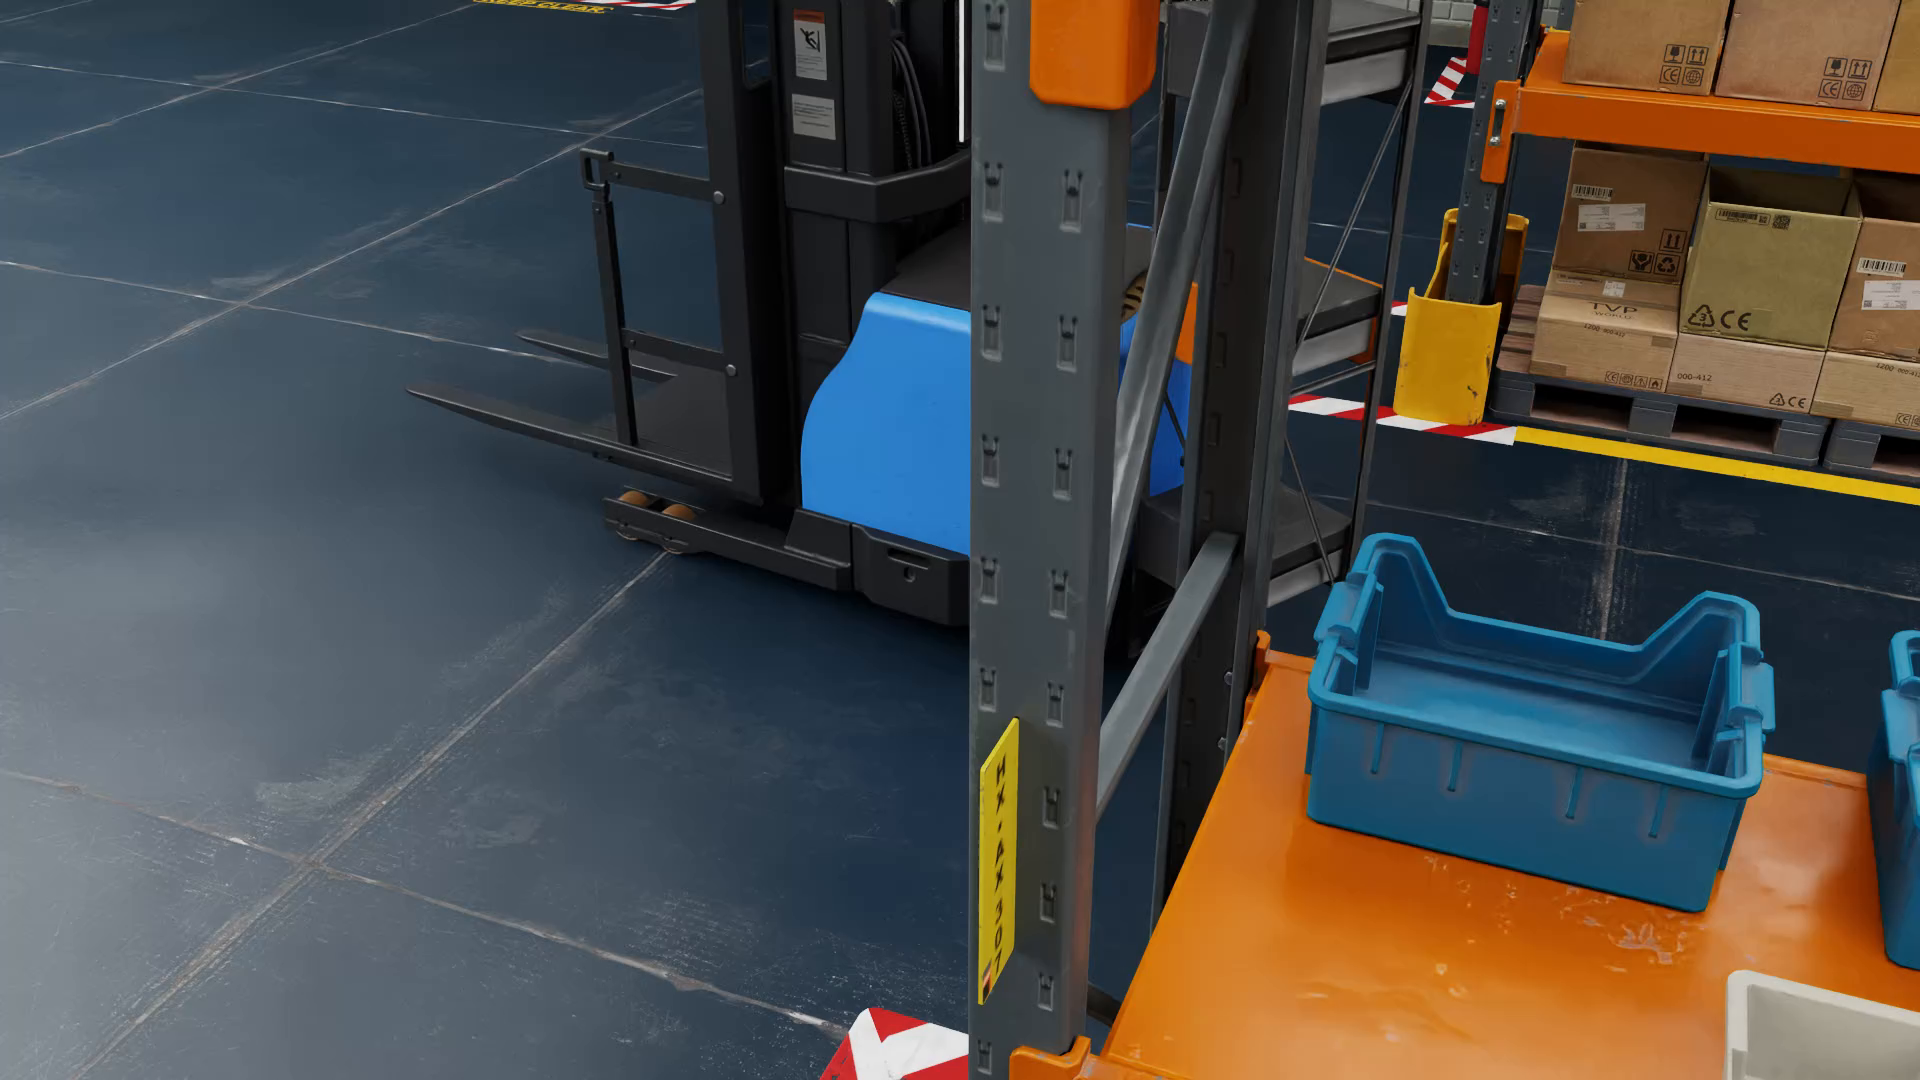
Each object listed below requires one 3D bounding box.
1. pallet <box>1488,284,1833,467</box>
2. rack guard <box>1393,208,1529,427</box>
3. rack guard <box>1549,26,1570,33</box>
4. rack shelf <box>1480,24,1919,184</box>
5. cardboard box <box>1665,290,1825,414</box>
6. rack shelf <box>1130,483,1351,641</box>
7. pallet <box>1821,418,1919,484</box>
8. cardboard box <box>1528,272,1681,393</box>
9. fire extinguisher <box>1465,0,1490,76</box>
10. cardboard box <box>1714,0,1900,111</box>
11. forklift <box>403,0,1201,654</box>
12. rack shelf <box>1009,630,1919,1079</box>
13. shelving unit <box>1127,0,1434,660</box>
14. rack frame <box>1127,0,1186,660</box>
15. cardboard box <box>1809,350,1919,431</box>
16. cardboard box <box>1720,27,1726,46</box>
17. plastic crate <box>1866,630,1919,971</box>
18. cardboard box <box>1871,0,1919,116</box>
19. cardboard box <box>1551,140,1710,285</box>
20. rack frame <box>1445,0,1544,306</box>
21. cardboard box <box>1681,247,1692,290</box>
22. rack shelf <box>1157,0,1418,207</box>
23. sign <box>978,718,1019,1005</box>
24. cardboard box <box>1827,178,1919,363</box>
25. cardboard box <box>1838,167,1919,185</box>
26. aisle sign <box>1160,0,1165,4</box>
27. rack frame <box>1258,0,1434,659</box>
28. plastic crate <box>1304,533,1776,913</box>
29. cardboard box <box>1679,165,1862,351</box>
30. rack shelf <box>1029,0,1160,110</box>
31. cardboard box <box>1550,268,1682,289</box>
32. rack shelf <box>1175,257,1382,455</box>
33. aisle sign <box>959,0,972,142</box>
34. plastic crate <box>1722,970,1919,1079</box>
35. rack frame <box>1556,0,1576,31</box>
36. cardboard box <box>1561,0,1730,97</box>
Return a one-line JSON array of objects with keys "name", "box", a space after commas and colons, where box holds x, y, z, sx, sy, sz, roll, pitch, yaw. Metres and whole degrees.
[{"name": "pallet", "box": [2.842, -0.700, 6.774, 1.213, 0.211, 1.003, 11, 31, 19]}, {"name": "rack guard", "box": [2.096, -0.952, 6.927, 0.348, 0.500, 1.175, 11, 31, 19]}, {"name": "rack guard", "box": [4.047, -3.193, 10.891, 0.348, 0.500, 1.175, 11, 31, 19]}, {"name": "rack shelf", "box": [3.971, -1.353, 5.826, 4.000, 0.370, 1.077, 11, 31, 19]}, {"name": "cardboard box", "box": [2.996, -0.730, 6.362, 0.500, 0.250, 0.500, 11, 31, 19]}, {"name": "rack shelf", "box": [0.825, 0.110, 4.871, 0.431, 0.518, 0.480, -20, 35, -32]}, {"name": "pallet", "box": [3.969, -0.473, 6.373, 1.213, 0.211, 1.003, 11, 31, 19]}, {"name": "cardboard box", "box": [2.531, -0.821, 6.522, 0.500, 0.250, 0.500, 11, 31, 19]}, {"name": "fire extinguisher", "box": [2.183, -2.236, 6.736, 0.183, 0.674, 0.296, 11, 31, 19]}, {"name": "cardboard box", "box": [3.034, -1.892, 5.948, 0.500, 0.500, 0.700, 12, 32, 20]}, {"name": "forklift", "box": [-0.641, -1.435, 5.310, 3.031, 2.935, 1.130, 16, 33, 26]}, {"name": "rack shelf", "box": [2.105, 0.905, 1.832, 4.000, 0.370, 1.077, 11, 31, 19]}, {"name": "shelving unit", "box": [0.825, -0.511, 4.520, 0.431, 2.100, 0.503, -20, 35, -32]}, {"name": "rack frame", "box": [0.678, -0.607, 4.690, 0.400, 2.100, 0.015, -20, 35, -32]}, {"name": "cardboard box", "box": [3.459, -0.638, 6.197, 0.500, 0.250, 0.500, 11, 31, 19]}, {"name": "cardboard box", "box": [4.584, -3.147, 10.556, 0.500, 0.311, 0.500, 8, 30, 13]}, {"name": "plastic crate", "box": [1.428, 0.365, 2.206, 0.408, 0.251, 0.499, 11, 31, 19]}, {"name": "cardboard box", "box": [3.492, -1.798, 5.781, 0.500, 0.500, 0.700, 12, 31, 19]}, {"name": "cardboard box", "box": [2.727, -1.385, 6.757, 0.500, 0.500, 0.500, 11, 31, 19]}, {"name": "rack frame", "box": [2.118, -2.036, 6.304, 0.127, 3.000, 1.000, 11, 31, 19]}, {"name": "cardboard box", "box": [3.194, -0.970, 6.786, 0.500, 0.250, 0.500, 11, 31, 19]}, {"name": "rack shelf", "box": [0.825, -1.108, 4.182, 0.431, 0.518, 0.480, -20, 35, -32]}, {"name": "sign", "box": [0.041, 0.351, 1.799, 0.005, 0.325, 0.100, 11, 31, 19]}, {"name": "cardboard box", "box": [3.463, -0.969, 6.022, 0.500, 0.500, 0.500, 11, 31, 19]}, {"name": "cardboard box", "box": [3.659, -1.207, 6.442, 0.500, 0.500, 0.500, 11, 31, 19]}, {"name": "aisle sign", "box": [0.297, -1.059, 1.933, 0.004, 0.787, 0.394, 11, 31, 19]}, {"name": "rack frame", "box": [0.972, -0.415, 4.350, 0.400, 2.100, 0.015, -20, 35, -32]}, {"name": "plastic crate", "box": [0.828, 0.243, 2.423, 0.616, 0.251, 0.499, 11, 31, 19]}, {"name": "cardboard box", "box": [2.995, -1.056, 6.176, 0.500, 0.500, 0.500, 11, 31, 19]}, {"name": "rack shelf", "box": [2.105, -0.401, 1.094, 4.000, 0.370, 1.077, 11, 31, 19]}, {"name": "cardboard box", "box": [2.726, -1.057, 6.940, 0.500, 0.250, 0.500, 11, 31, 19]}, {"name": "rack shelf", "box": [0.825, -0.499, 4.527, 0.431, 0.518, 0.480, -20, 35, -32]}, {"name": "aisle sign", "box": [0.075, -0.790, 1.457, 0.004, 0.787, 0.394, 11, 31, 19]}, {"name": "plastic crate", "box": [0.960, 0.649, 1.822, 0.250, 0.136, 0.298, 11, 31, 19]}, {"name": "rack frame", "box": [3.977, -4.295, 10.301, 0.127, 3.000, 1.000, 11, 31, 19]}, {"name": "cardboard box", "box": [2.546, -1.987, 6.116, 0.500, 0.500, 0.700, 11, 31, 19]}]
